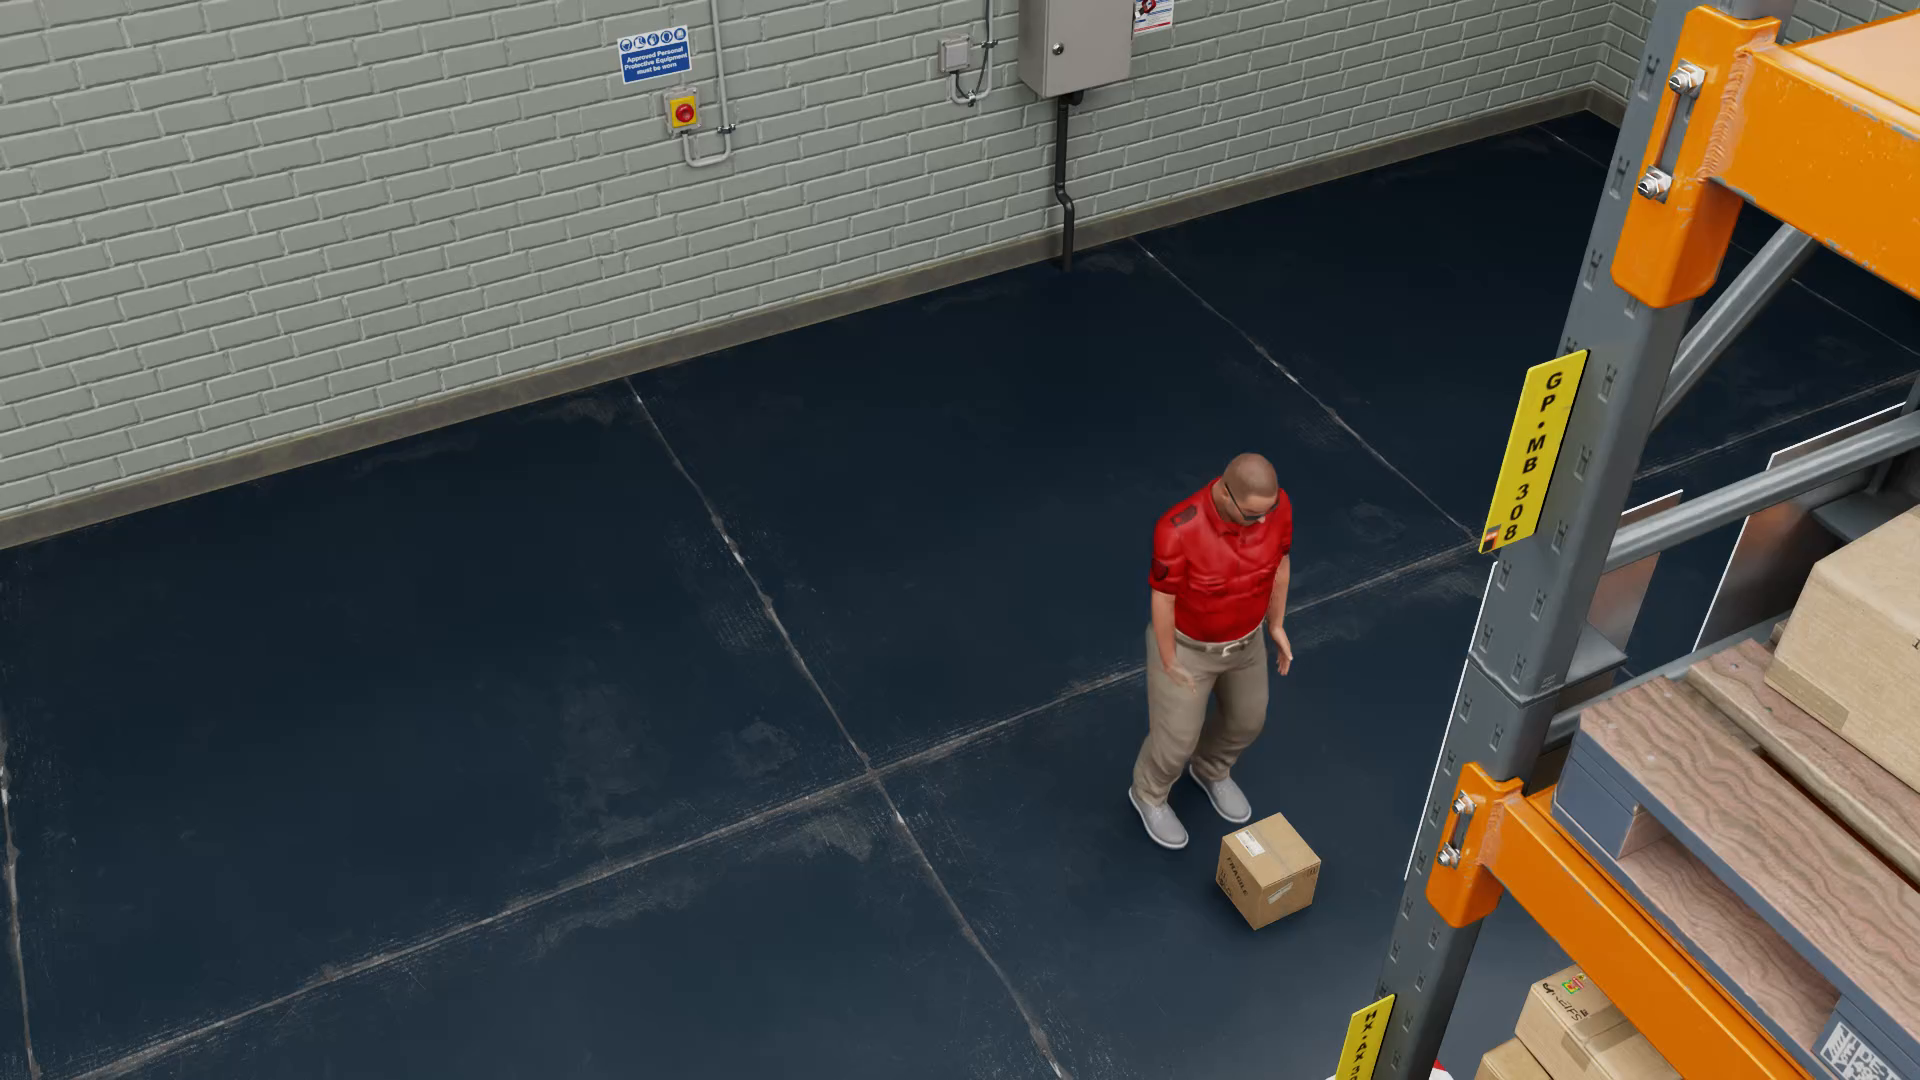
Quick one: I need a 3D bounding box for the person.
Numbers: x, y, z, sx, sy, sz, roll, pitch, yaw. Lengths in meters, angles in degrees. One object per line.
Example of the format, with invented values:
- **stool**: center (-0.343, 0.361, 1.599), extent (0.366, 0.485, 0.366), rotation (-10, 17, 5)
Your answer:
- **person**: center (0.887, 0.355, 5.790), extent (0.544, 1.704, 0.375), rotation (-18, 44, -19)
